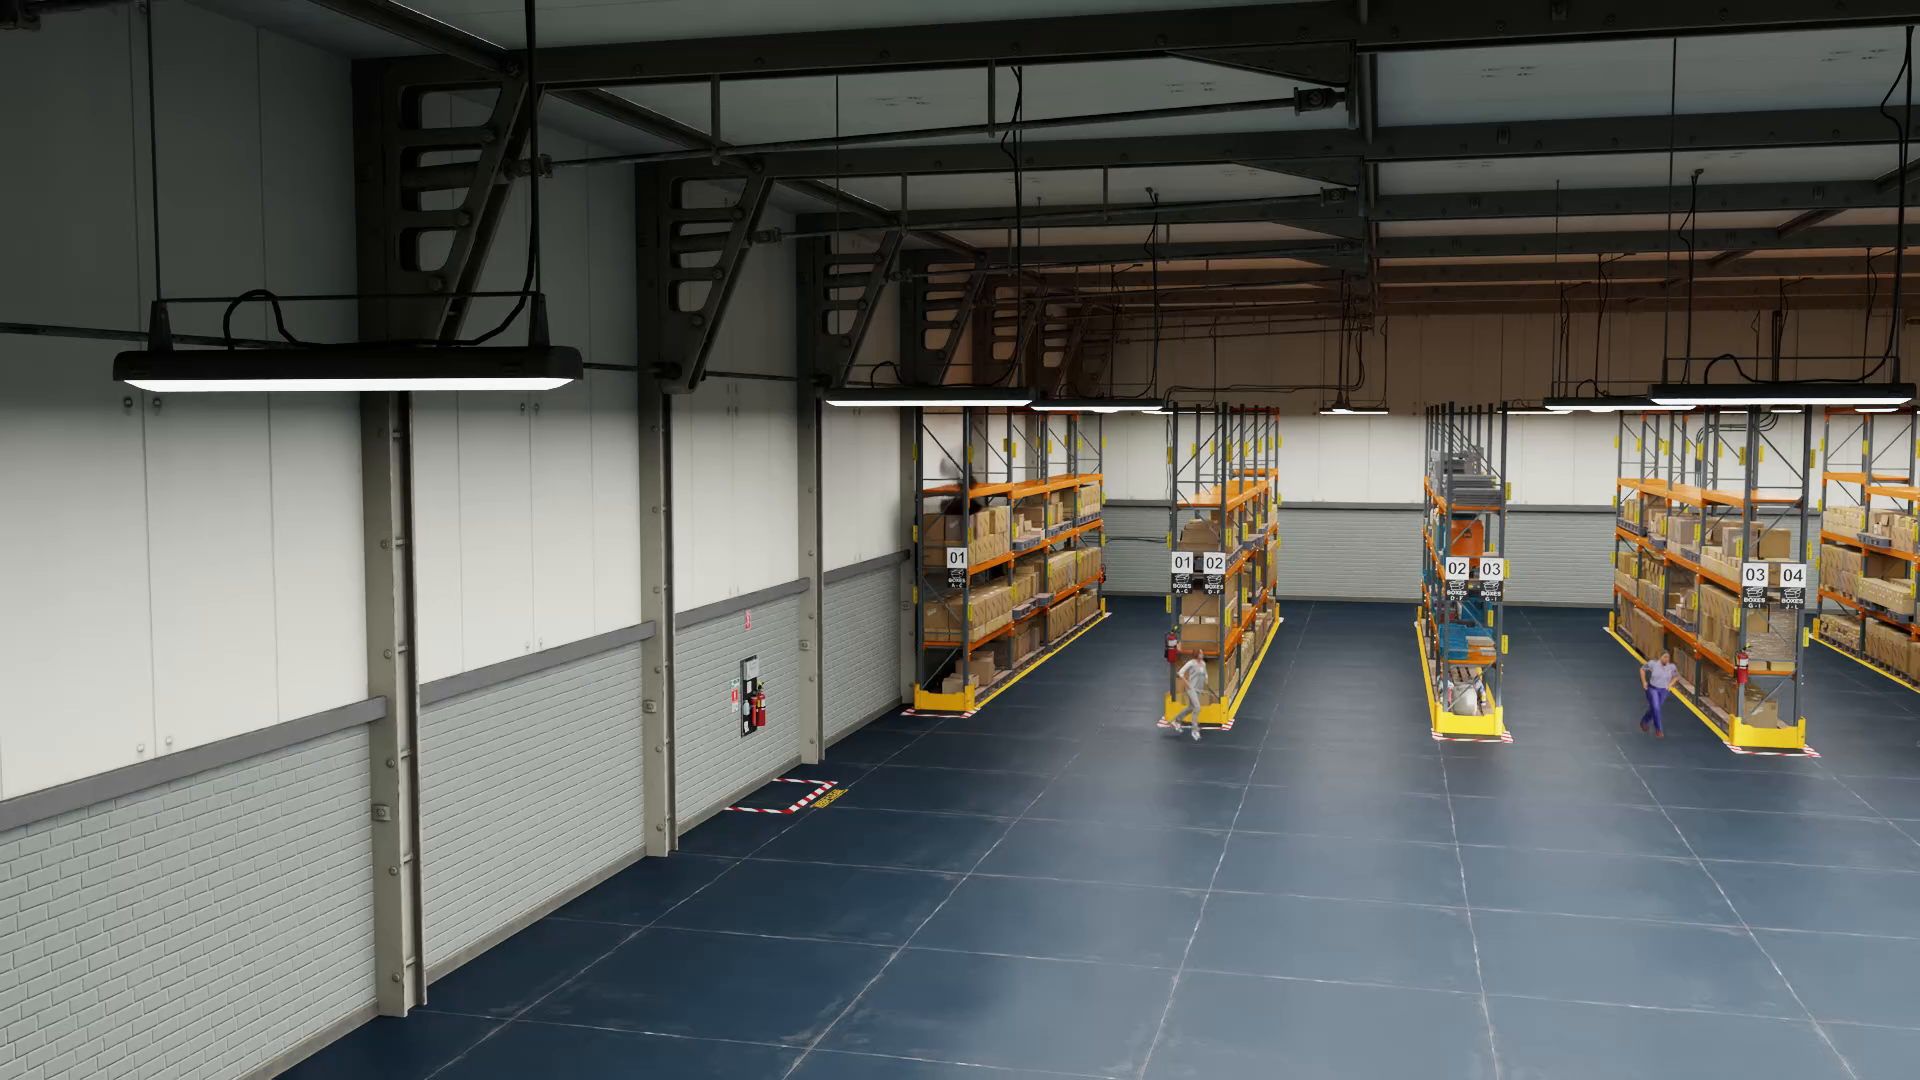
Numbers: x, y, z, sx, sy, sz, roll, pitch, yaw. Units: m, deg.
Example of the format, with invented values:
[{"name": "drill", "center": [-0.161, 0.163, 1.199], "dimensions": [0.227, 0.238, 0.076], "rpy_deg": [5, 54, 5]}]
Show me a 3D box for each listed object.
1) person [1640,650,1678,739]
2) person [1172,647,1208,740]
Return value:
[{"name": "person", "center": [12.553, 2.755, 29.958], "dimensions": [0.629, 1.613, 0.820], "rpy_deg": [0, 4, 2]}, {"name": "person", "center": [4.170, 2.734, 29.848], "dimensions": [0.542, 1.602, 0.750], "rpy_deg": [-4, 6, -43]}]
